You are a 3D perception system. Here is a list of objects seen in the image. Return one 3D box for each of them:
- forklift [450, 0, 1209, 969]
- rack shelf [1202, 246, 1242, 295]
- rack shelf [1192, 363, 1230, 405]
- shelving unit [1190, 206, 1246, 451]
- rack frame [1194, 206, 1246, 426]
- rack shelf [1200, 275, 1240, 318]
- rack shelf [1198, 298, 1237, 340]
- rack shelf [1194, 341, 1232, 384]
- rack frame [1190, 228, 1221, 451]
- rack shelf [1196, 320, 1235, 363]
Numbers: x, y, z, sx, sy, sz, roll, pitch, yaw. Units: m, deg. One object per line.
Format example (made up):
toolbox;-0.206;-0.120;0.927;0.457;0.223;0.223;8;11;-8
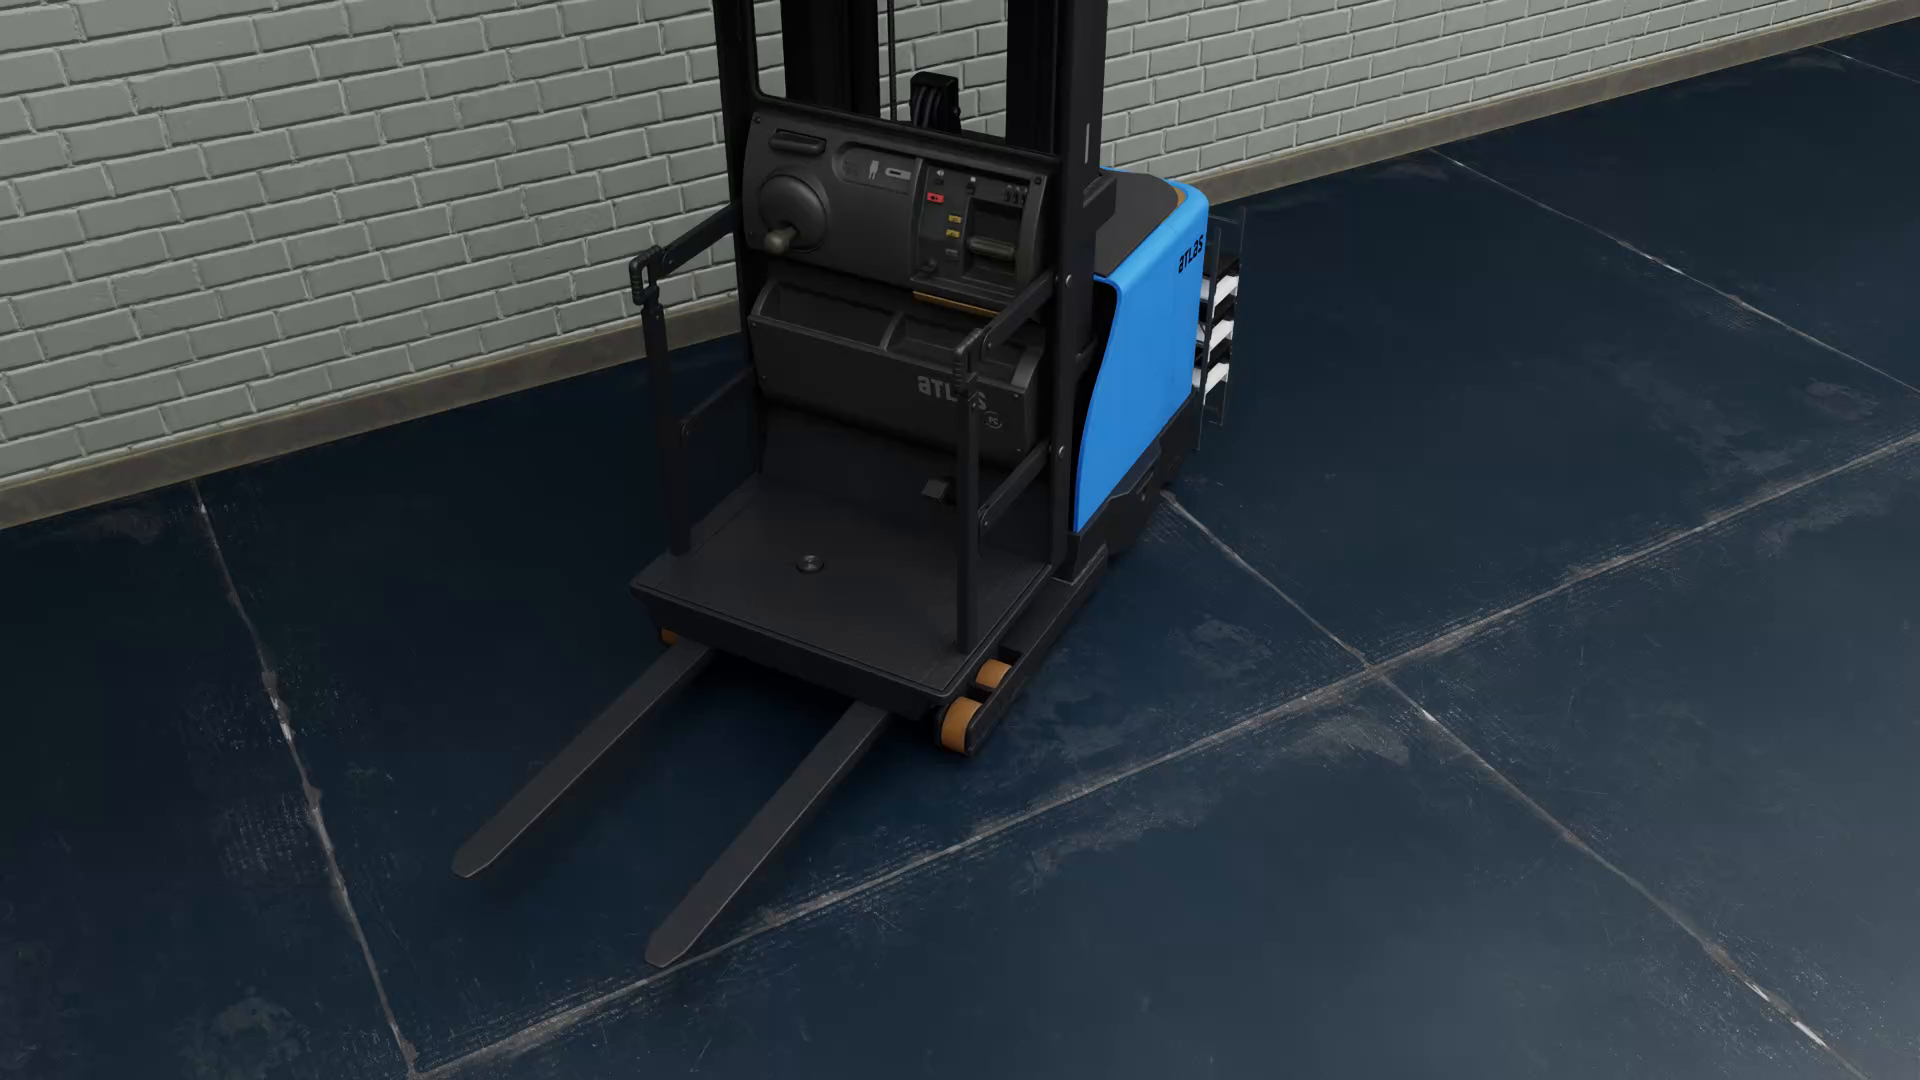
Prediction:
forklift;-0.293;-0.860;4.442;1.130;2.935;3.031;17;40;22
rack shelf;0.843;-0.976;5.922;0.258;0.077;0.200;20;41;25
rack shelf;0.843;-0.613;6.188;0.258;0.077;0.200;20;41;25
shelving unit;0.843;-0.785;6.062;0.258;0.900;0.210;20;41;25
rack frame;0.897;-0.836;6.131;0.240;0.900;0.006;20;41;25
rack shelf;0.843;-0.903;5.975;0.258;0.077;0.200;20;41;25
rack shelf;0.843;-0.831;6.028;0.258;0.077;0.200;20;41;25
rack shelf;0.843;-0.685;6.134;0.258;0.077;0.200;20;41;25
rack frame;0.789;-0.734;5.992;0.240;0.900;0.006;20;41;25
rack shelf;0.843;-0.758;6.081;0.258;0.077;0.200;20;41;25
